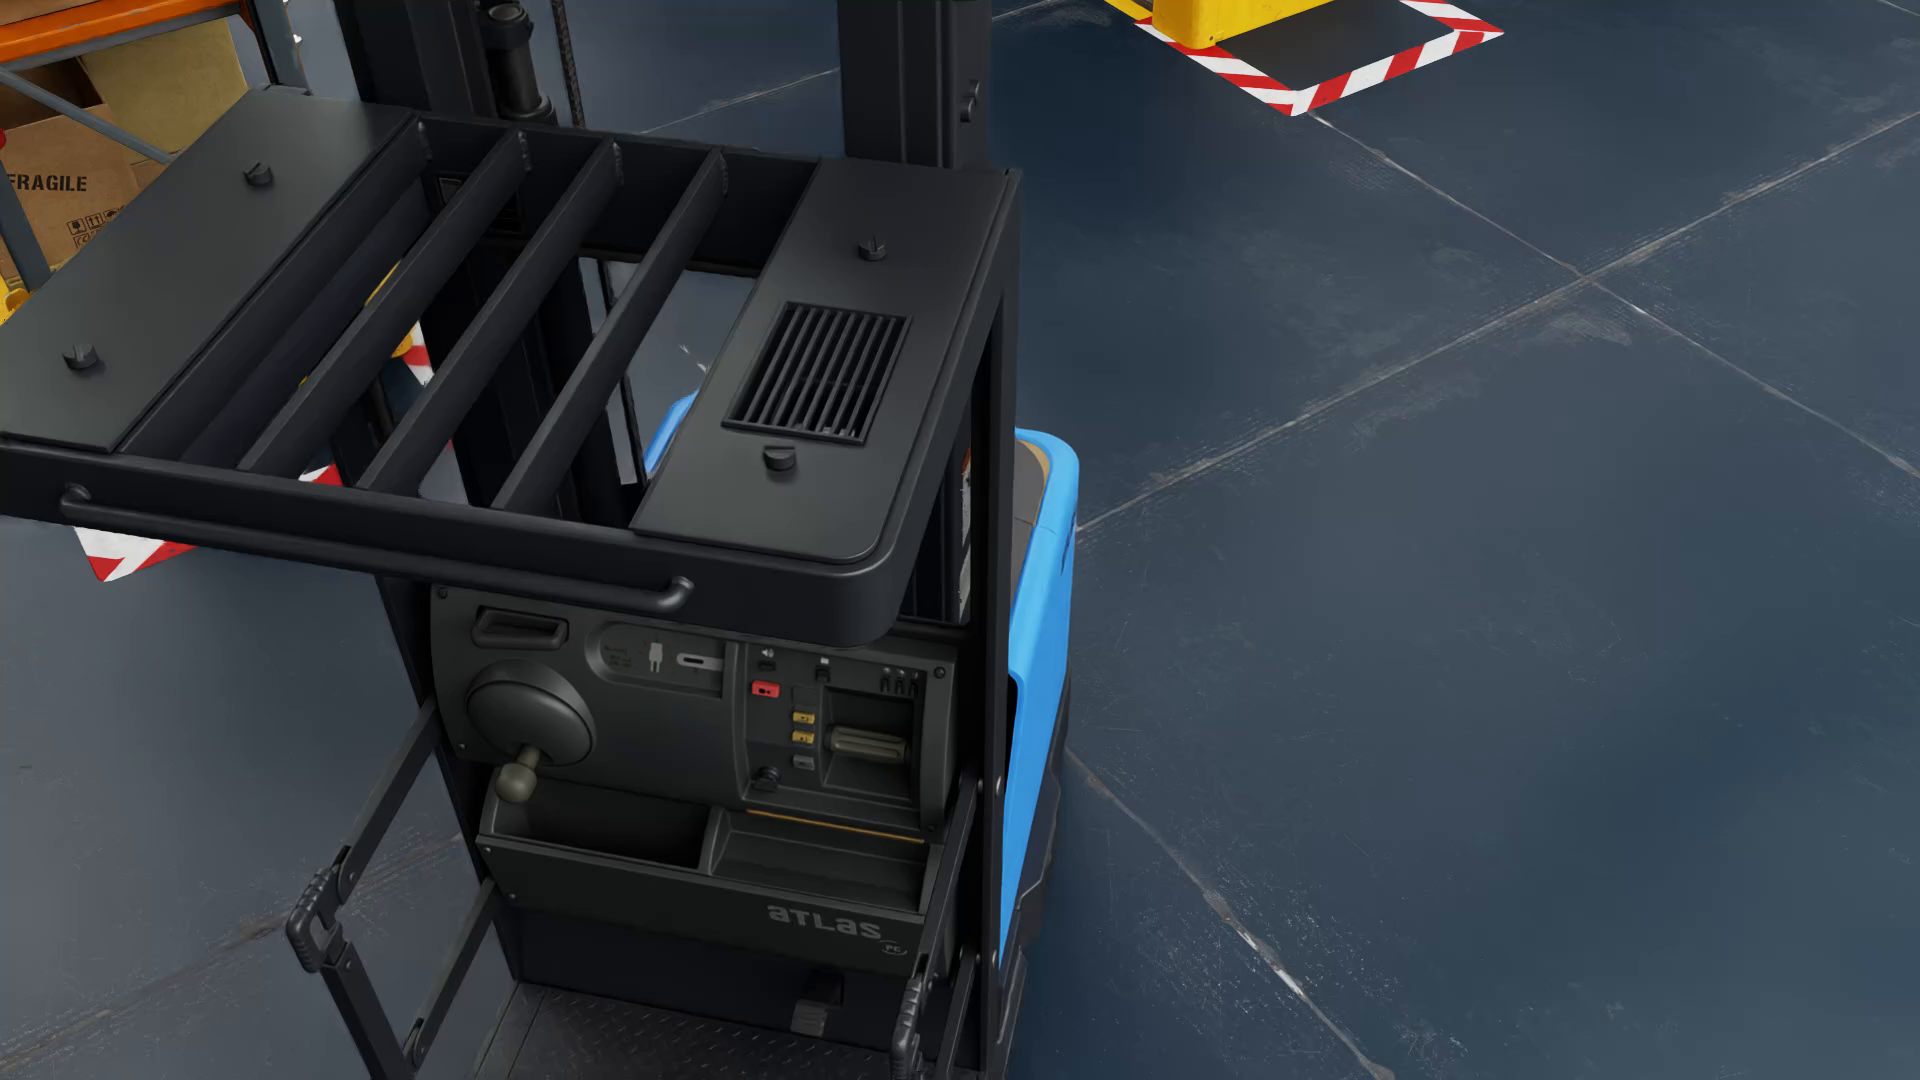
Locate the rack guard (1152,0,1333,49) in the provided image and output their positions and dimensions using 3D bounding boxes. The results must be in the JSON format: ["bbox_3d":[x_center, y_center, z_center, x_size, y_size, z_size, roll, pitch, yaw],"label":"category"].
[{"bbox_3d":[1.448,-2.732,7.750,1.175,0.500,0.348,-26,49,-24],"label":"rack guard"}]

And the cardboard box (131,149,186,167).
[{"bbox_3d":[-2.948,-1.488,6.324,0.500,0.250,0.500,-26,49,-24],"label":"cardboard box"}]

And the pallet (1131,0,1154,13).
[{"bbox_3d":[0.988,-3.090,8.334,1.003,0.211,1.213,-26,49,-24],"label":"pallet"}]

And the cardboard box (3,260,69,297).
[{"bbox_3d":[-3.084,-1.002,5.814,0.500,0.250,0.500,-26,49,-24],"label":"cardboard box"}]

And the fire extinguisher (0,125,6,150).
[{"bbox_3d":[-2.848,-1.379,4.578,0.296,0.674,0.183,-26,49,-24],"label":"fire extinguisher"}]

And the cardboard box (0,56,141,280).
[{"bbox_3d":[-3.086,-1.272,5.555,0.500,0.500,0.500,-26,49,-24],"label":"cardboard box"}]

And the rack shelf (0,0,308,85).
[{"bbox_3d":[-3.679,-2.530,6.249,1.077,0.370,4.000,-26,49,-24],"label":"rack shelf"}]

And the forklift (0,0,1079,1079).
[{"bbox_3d":[-0.511,0.392,2.717,1.130,2.935,3.031,8,44,9],"label":"forklift"}]

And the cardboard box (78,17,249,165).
[{"bbox_3d":[-2.947,-1.760,6.066,0.500,0.500,0.500,-26,49,-24],"label":"cardboard box"}]

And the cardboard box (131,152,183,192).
[{"bbox_3d":[-2.659,-1.207,6.029,0.500,0.250,0.500,-26,49,-24],"label":"cardboard box"}]

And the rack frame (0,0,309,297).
[{"bbox_3d":[-2.535,-1.658,4.814,1.000,3.000,0.127,-26,49,-24],"label":"rack frame"}]

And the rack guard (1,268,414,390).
[{"bbox_3d":[-2.521,-0.740,5.663,1.175,0.500,0.348,-26,49,-24],"label":"rack guard"}]
